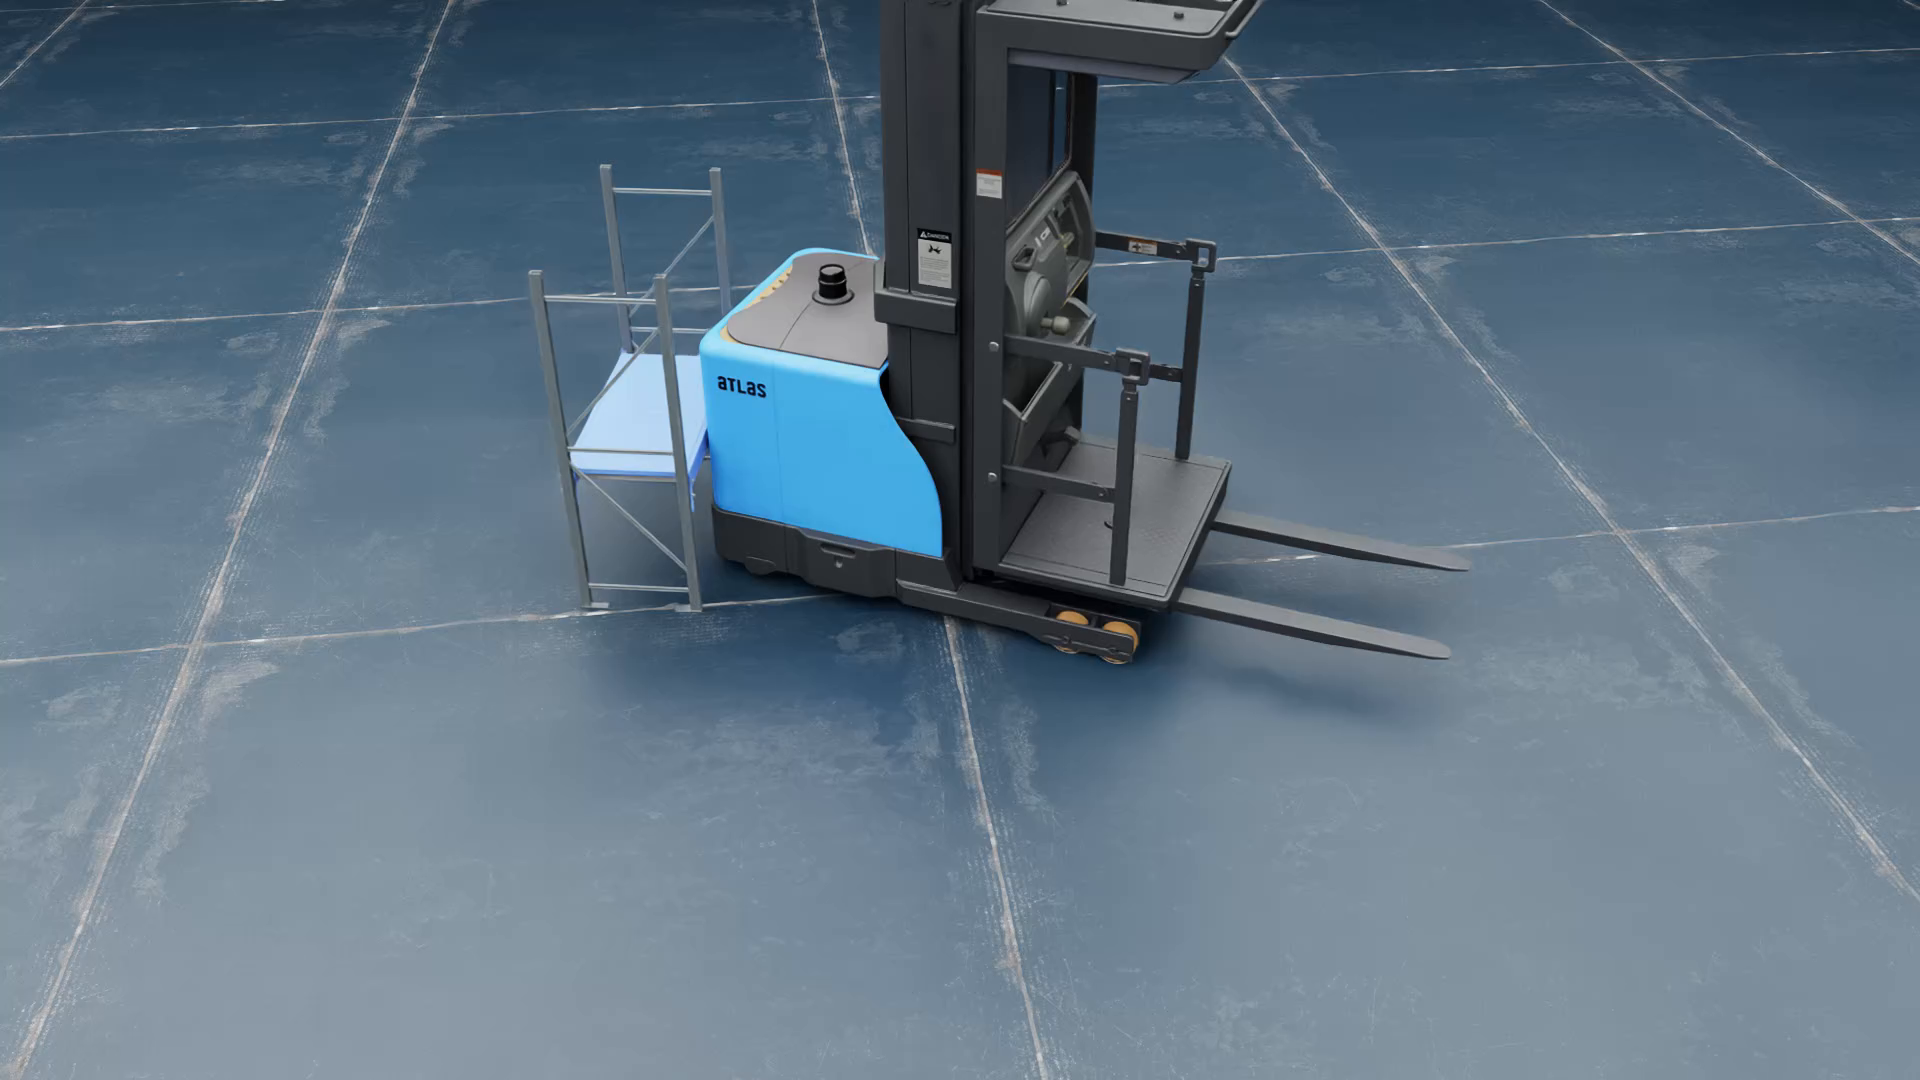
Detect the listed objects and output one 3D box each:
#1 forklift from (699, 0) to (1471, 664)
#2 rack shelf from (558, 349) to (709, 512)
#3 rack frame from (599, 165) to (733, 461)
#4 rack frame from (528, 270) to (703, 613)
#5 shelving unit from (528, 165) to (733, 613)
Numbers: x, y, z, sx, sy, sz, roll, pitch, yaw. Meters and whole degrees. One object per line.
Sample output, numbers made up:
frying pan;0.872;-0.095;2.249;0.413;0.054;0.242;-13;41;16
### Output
forklift;0.530;-1.063;6.207;3.031;2.935;1.130;12;36;17
rack shelf;-1.269;-0.475;6.935;0.538;0.185;1.000;2;34;4
rack frame;-1.232;-0.910;7.253;0.500;1.500;0.032;2;34;4
rack frame;-1.307;-0.339;6.415;0.500;1.500;0.032;2;34;4
shelving unit;-1.269;-0.624;6.834;0.538;1.500;1.048;2;34;4
